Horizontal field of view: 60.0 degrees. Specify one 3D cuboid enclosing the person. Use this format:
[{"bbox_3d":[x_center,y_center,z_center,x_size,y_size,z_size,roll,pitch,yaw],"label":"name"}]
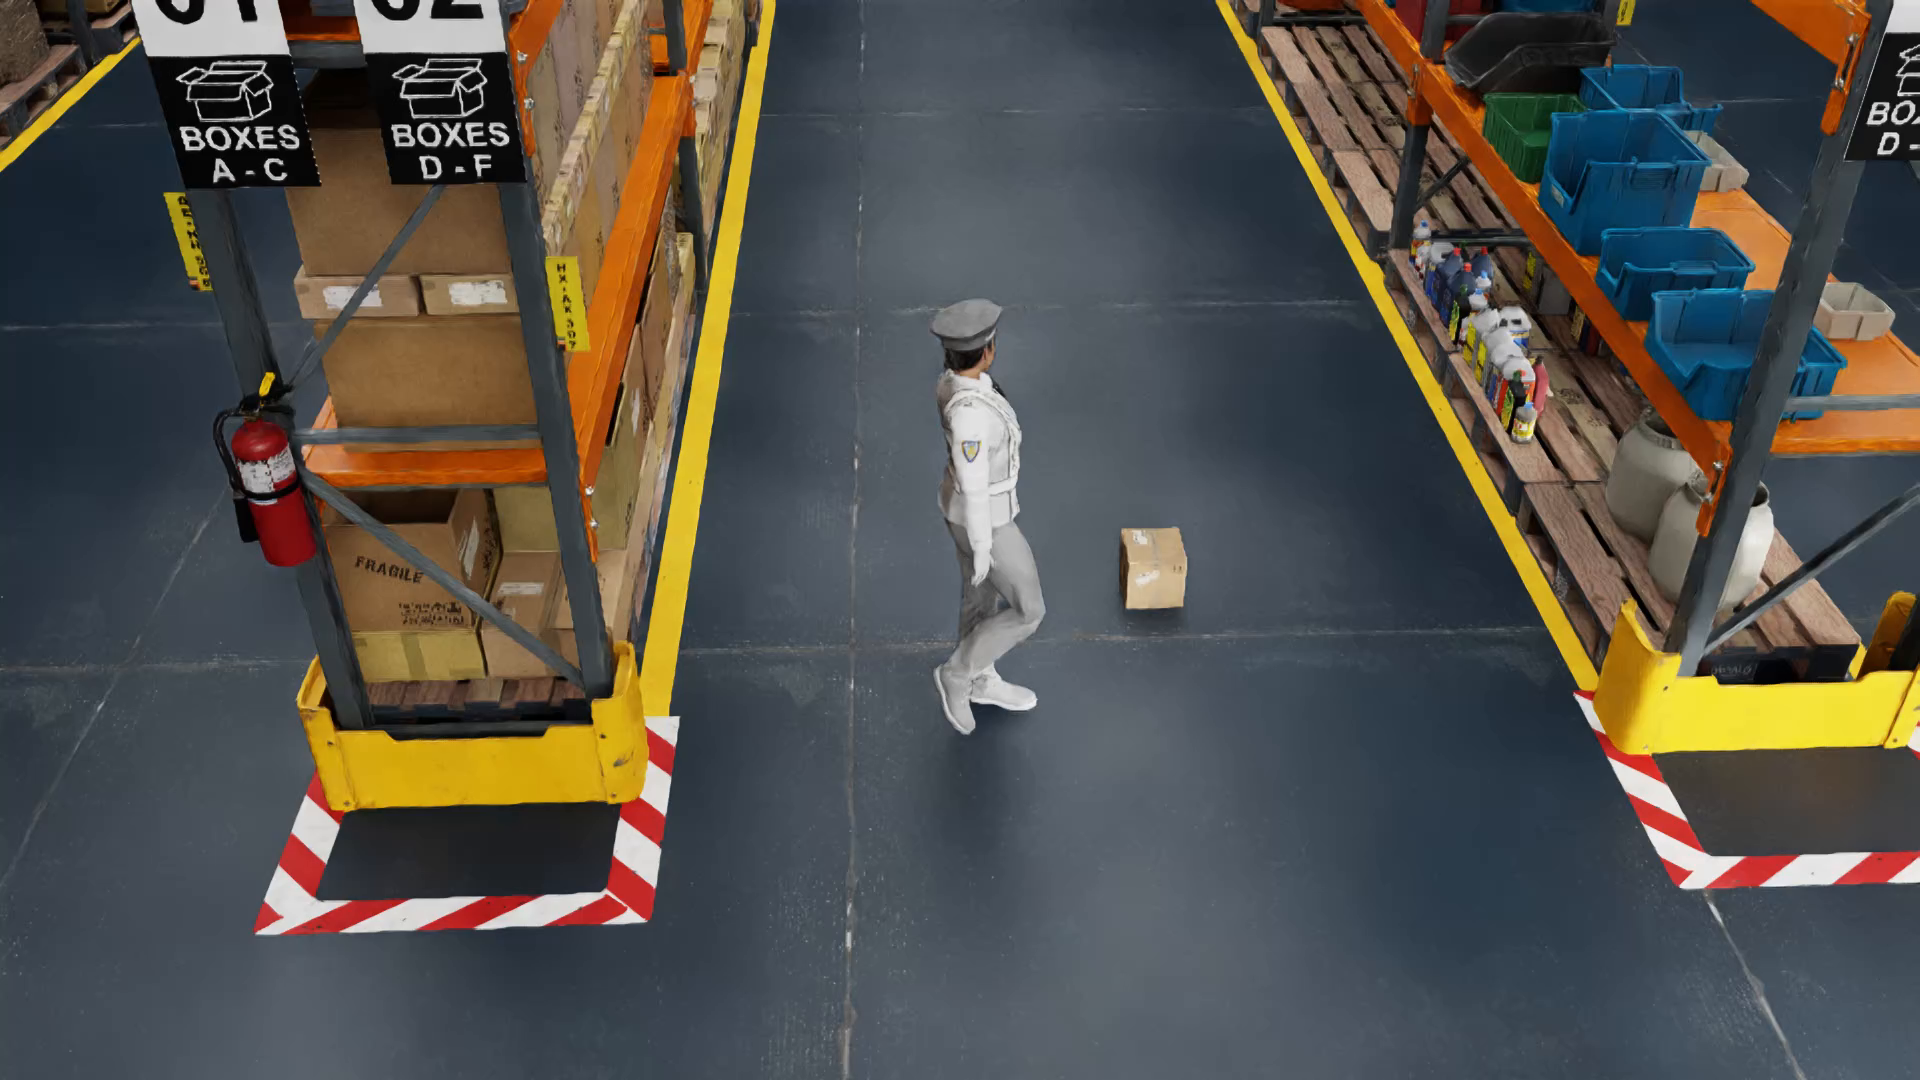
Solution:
[{"bbox_3d":[0.082,-0.058,6.213,0.424,1.665,0.607,-6,36,-8],"label":"person"}]
